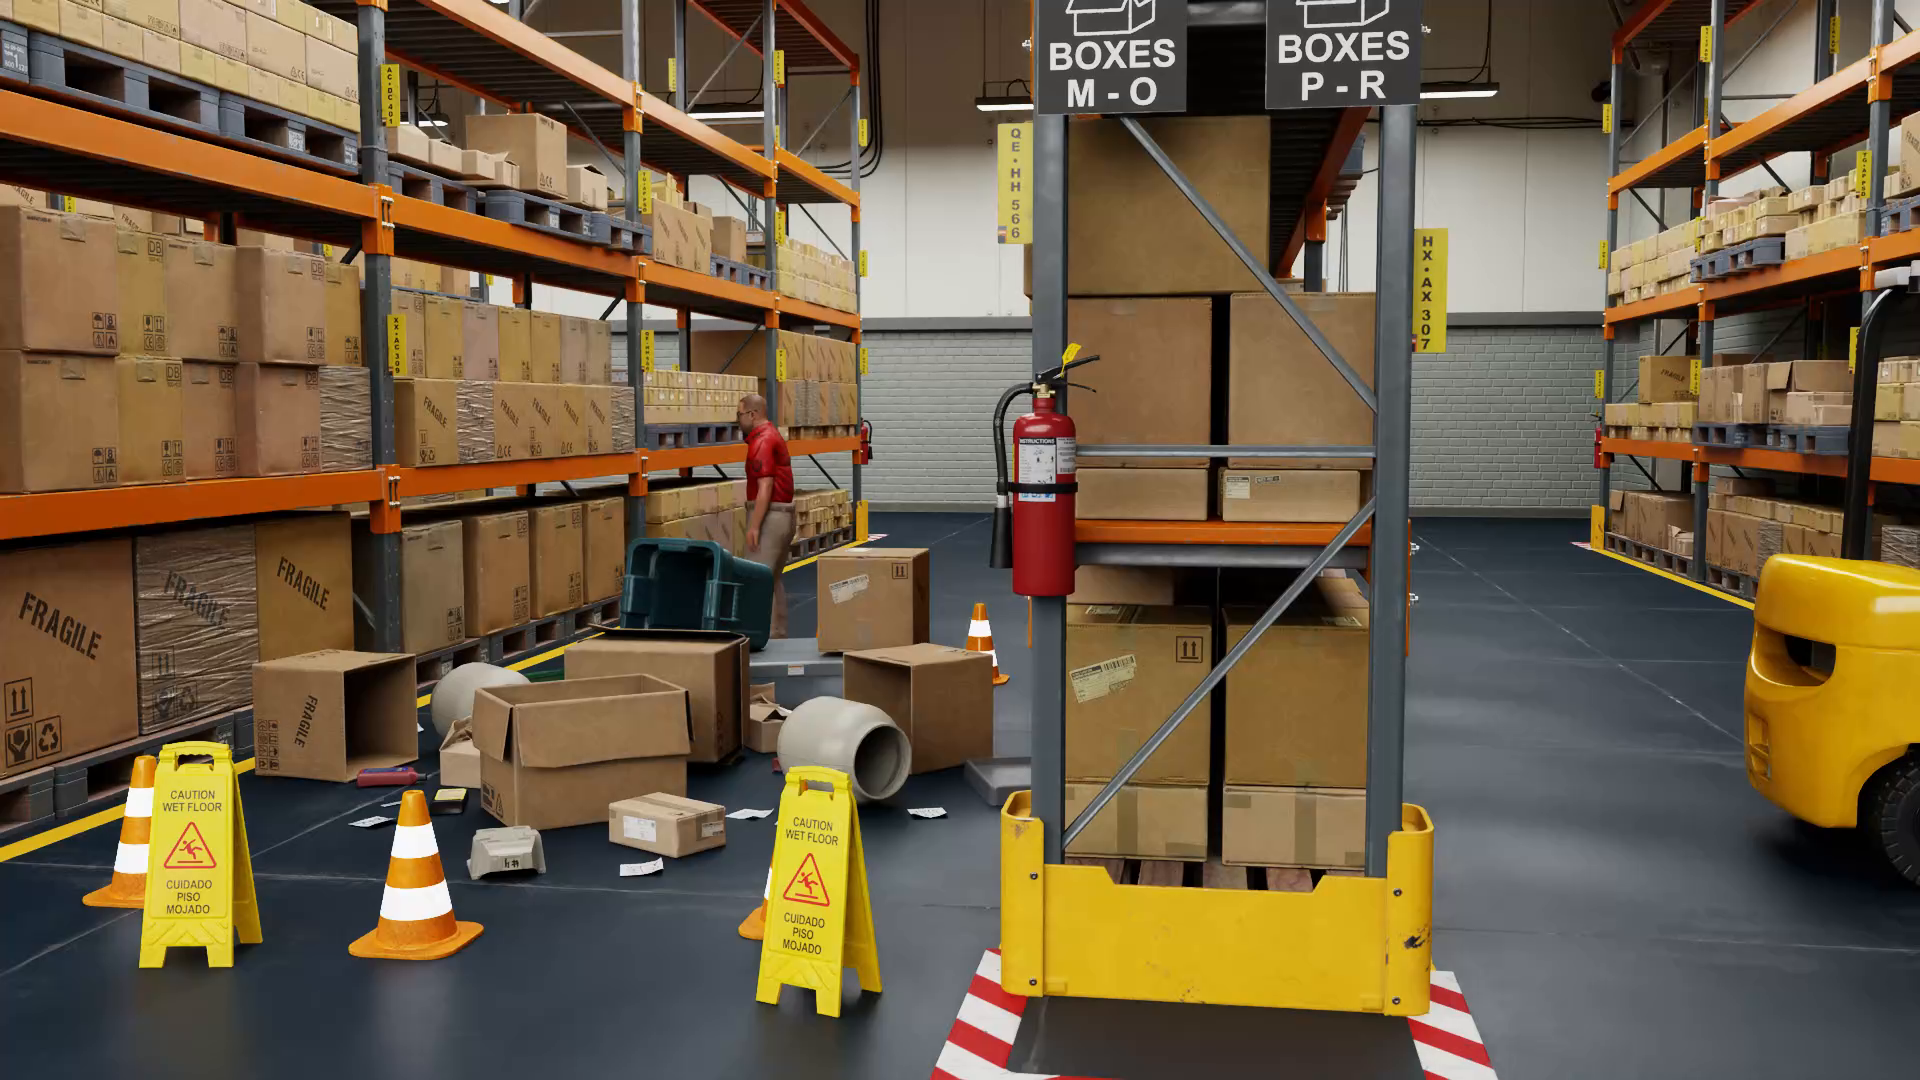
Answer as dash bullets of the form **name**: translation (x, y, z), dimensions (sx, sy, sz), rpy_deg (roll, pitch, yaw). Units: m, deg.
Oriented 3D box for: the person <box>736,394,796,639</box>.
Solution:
- **person**: translation (-1.283, -0.089, 10.885), dimensions (0.393, 1.725, 0.594), rpy_deg (0, 4, 6)
